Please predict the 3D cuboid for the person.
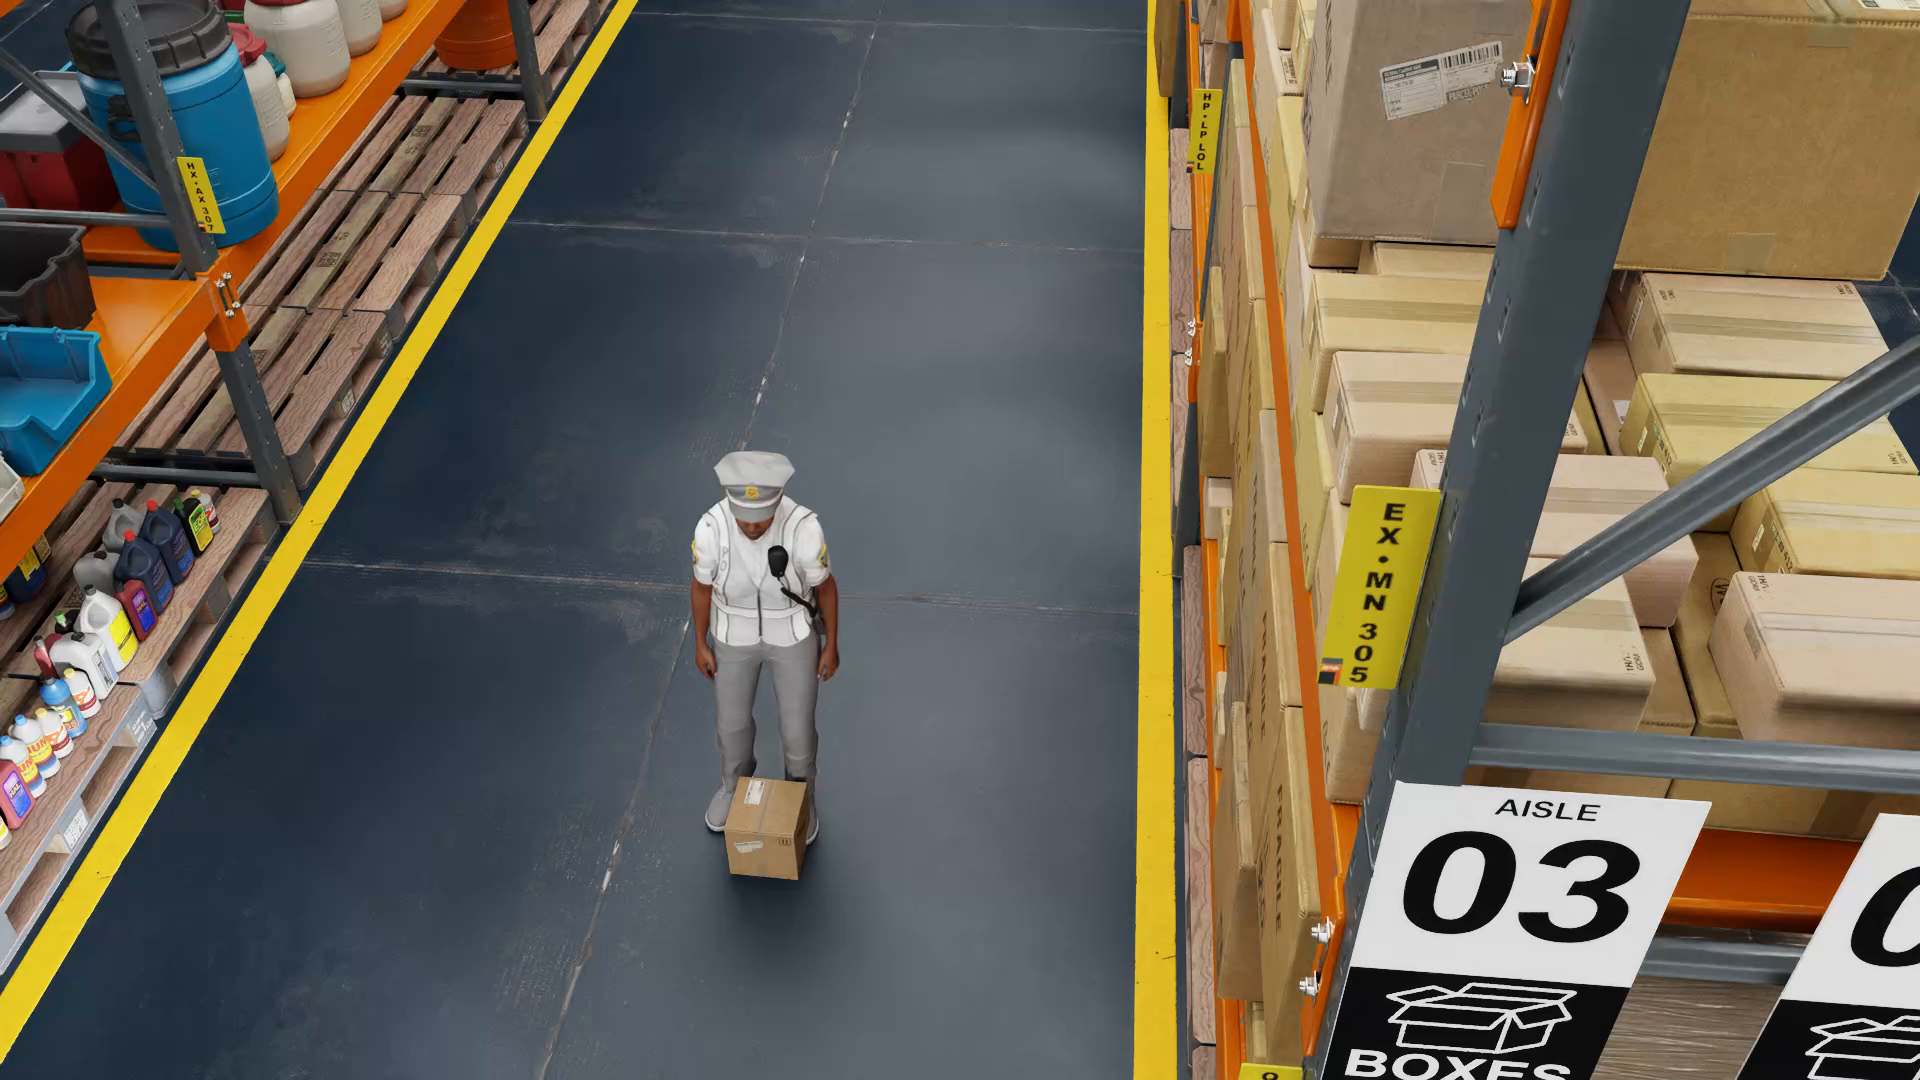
[{"bbox_3d":[-0.680,0.362,5.727,0.532,1.662,0.424,1,40,1],"label":"person"}]
